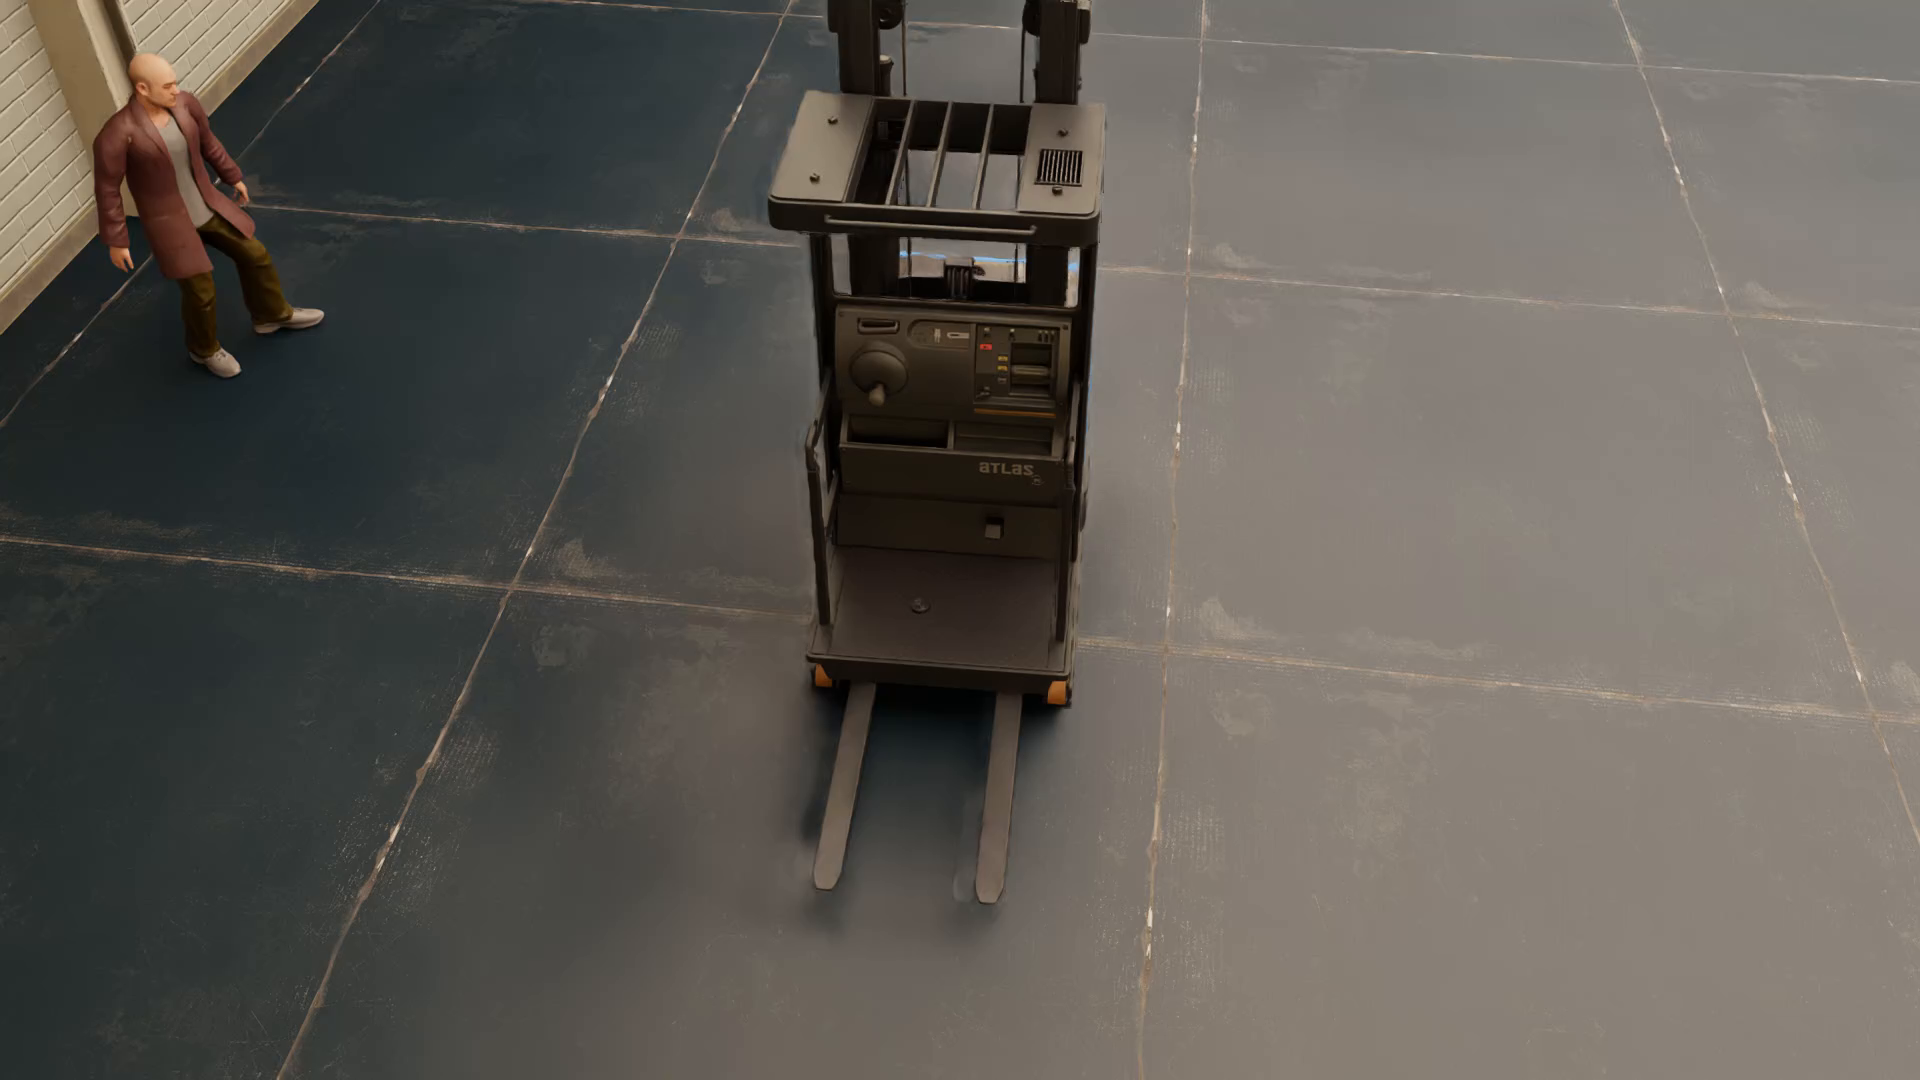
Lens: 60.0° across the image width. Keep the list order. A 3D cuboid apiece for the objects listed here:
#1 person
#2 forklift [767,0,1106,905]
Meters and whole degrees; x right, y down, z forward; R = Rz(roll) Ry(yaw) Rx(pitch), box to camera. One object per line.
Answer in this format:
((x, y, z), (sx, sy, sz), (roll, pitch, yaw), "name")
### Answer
((-3.893, -1.653, 8.406), (0.430, 1.748, 0.905), (19, 46, 19), "person")
((-0.050, -0.620, 6.400), (1.130, 2.935, 3.031), (4, 43, 4), "forklift")
